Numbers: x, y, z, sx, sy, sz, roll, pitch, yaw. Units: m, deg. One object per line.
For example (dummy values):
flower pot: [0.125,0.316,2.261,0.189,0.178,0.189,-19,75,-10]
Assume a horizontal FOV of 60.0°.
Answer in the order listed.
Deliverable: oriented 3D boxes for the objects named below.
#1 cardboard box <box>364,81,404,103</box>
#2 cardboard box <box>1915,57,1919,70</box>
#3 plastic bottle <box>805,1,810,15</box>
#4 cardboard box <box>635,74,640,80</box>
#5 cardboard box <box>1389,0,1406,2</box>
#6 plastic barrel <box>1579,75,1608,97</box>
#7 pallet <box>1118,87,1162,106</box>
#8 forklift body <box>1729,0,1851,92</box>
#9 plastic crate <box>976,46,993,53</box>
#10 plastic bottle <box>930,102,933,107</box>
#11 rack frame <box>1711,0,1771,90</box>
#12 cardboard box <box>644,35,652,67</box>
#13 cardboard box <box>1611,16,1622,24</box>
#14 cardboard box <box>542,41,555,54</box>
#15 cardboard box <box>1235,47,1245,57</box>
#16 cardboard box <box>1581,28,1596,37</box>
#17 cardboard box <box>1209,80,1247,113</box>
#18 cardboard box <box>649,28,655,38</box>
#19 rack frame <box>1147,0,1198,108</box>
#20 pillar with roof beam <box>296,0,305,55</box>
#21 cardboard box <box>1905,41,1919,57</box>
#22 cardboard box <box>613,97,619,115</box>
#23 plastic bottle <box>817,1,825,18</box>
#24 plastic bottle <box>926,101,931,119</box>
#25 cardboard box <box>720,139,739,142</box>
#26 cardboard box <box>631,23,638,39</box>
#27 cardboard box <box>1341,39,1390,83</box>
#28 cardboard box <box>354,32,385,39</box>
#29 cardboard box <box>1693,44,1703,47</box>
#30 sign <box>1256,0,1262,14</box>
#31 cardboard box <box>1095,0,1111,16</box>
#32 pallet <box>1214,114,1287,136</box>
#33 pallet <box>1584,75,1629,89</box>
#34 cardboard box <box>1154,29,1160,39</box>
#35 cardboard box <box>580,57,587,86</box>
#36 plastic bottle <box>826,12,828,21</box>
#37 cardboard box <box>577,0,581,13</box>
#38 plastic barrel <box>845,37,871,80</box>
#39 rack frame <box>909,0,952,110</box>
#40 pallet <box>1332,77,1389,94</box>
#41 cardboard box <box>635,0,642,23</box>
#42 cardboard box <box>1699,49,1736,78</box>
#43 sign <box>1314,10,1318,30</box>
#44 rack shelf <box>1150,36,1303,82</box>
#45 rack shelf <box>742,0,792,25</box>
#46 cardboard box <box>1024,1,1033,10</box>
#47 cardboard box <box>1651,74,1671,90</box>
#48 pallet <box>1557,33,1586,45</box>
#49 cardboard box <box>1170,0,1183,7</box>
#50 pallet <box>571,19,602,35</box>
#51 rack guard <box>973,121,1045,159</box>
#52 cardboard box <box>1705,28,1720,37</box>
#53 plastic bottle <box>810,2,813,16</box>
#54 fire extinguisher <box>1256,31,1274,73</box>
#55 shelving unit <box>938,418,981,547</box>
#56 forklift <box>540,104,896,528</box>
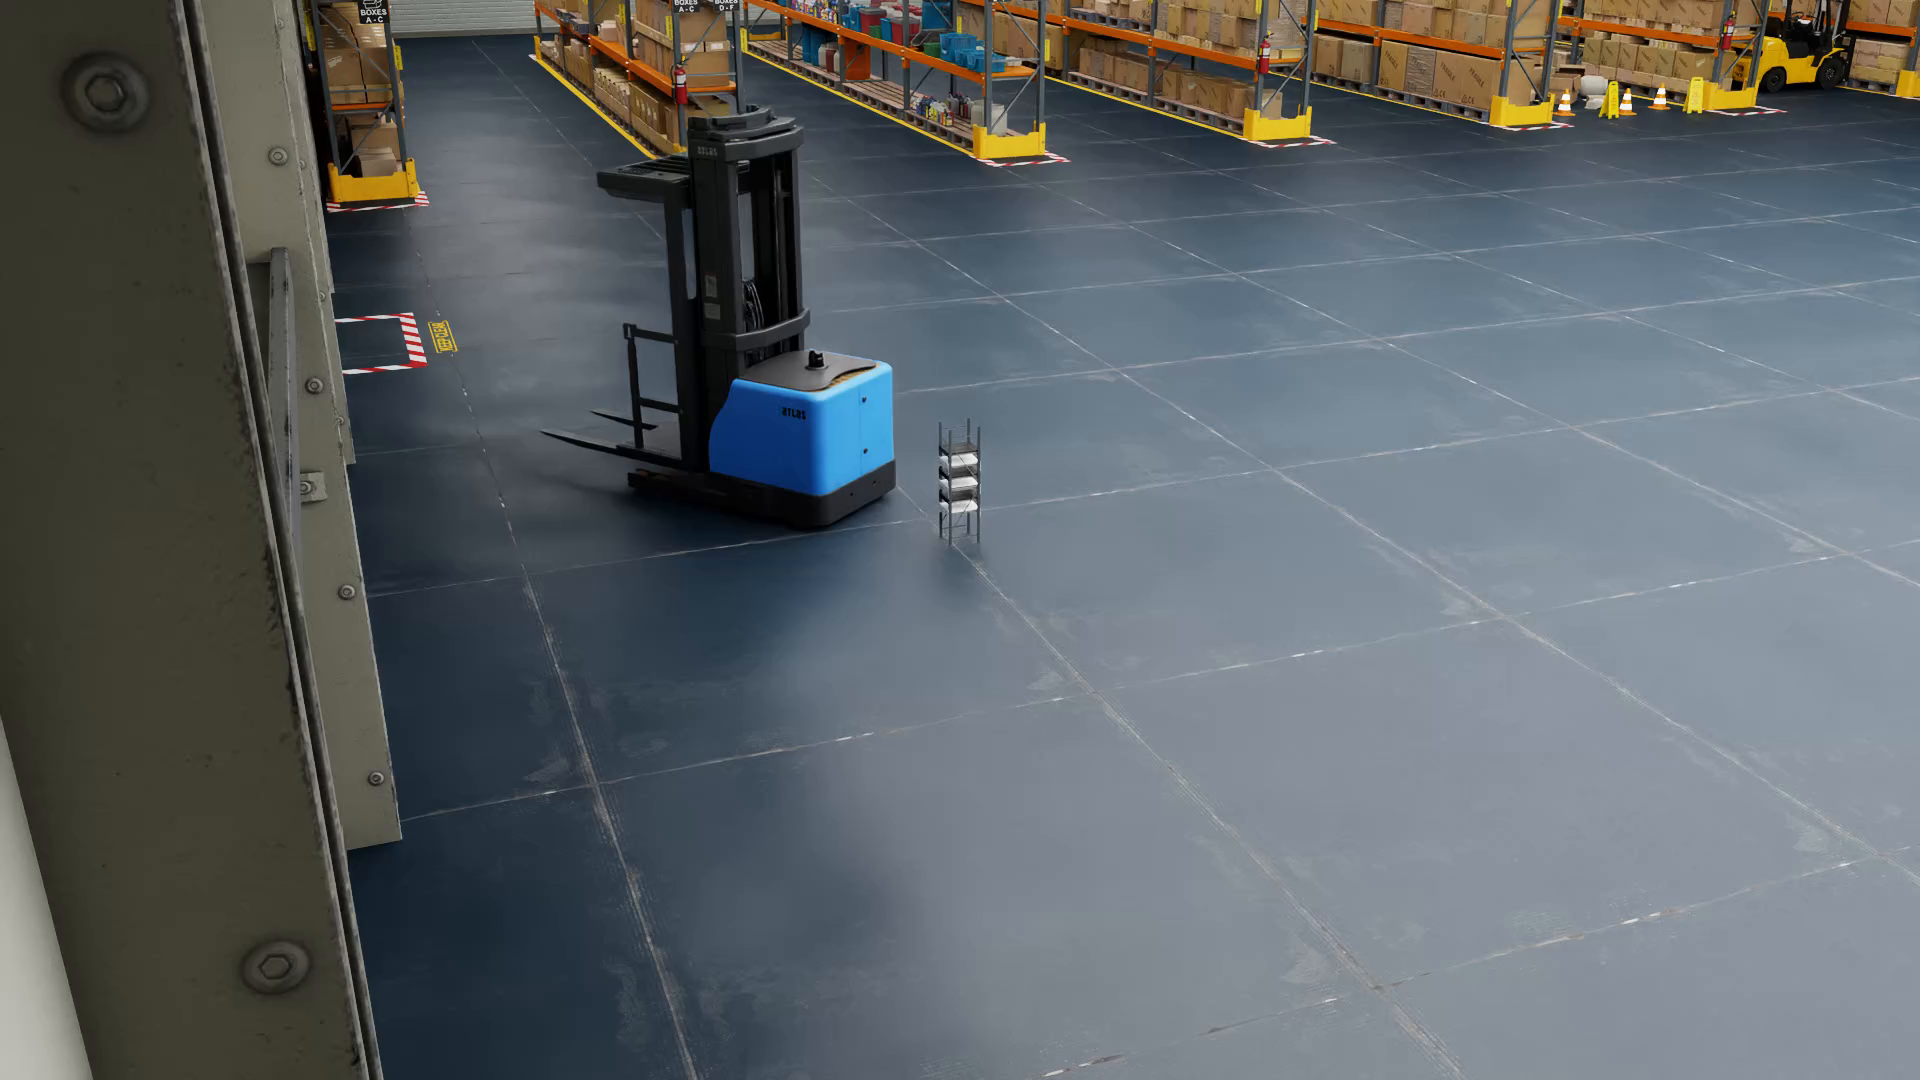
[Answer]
cardboard box: [-8.271,-6.452,23.863,0.500,0.250,0.500,-9,25,-21]
cardboard box: [19.447,-9.728,33.825,0.500,0.250,0.500,-8,24,-18]
plastic bottle: [-3.233,-11.397,35.587,0.152,0.276,0.135,-8,24,-19]
cardboard box: [-5.808,-8.536,30.917,0.500,0.311,0.500,-9,24,-19]
cardboard box: [8.867,-10.855,32.559,0.875,0.550,0.550,-8,24,-19]
plastic barrel: [12.631,-9.045,33.166,0.512,0.421,0.421,8,24,18]
pallet: [3.816,-8.781,32.812,1.003,0.211,1.213,-8,24,-19]
forklift body: [17.043,-10.420,34.202,2.313,2.155,1.214,-8,24,-19]
plastic crate: [0.270,-8.427,28.721,0.530,0.136,0.437,-8,24,-19]
plastic bottle: [-0.490,-7.582,29.324,0.097,0.271,0.097,0,23,0]
rack frame: [14.777,-9.690,31.377,1.000,3.000,0.127,-8,24,-19]
cardboard box: [-4.821,-8.120,27.526,0.700,0.500,0.500,-9,24,-20]
cardboard box: [13.490,-10.597,33.854,0.380,0.149,0.250,-8,24,-17]
cardboard box: [-9.312,-11.303,38.180,0.500,0.250,0.500,-8,24,-19]
cardboard box: [4.988,-8.464,28.793,0.380,0.149,0.250,-8,24,-19]
cardboard box: [15.888,-12.818,41.477,0.500,0.500,0.500,-7,24,-17]
cardboard box: [4.854,-8.043,30.149,0.500,0.500,0.500,-6,24,-14]
cardboard box: [-4.803,-8.179,26.828,0.380,0.149,0.250,-9,25,-21]
rack frame: [4.093,-9.783,31.600,1.000,3.000,0.127,-8,24,-19]
pillar with roof beam: [-11.784,-16.322,39.390,9.100,9.000,0.400,-8,24,-19]
cardboard box: [19.426,-9.960,33.731,0.500,0.250,0.500,-9,24,-20]
cardboard box: [-5.952,-7.833,29.971,0.500,0.250,0.500,-8,24,-18]
plastic bottle: [-2.917,-11.102,34.791,0.144,0.351,0.185,-8,24,-19]
plastic bottle: [-0.558,-7.570,29.280,0.061,0.283,0.133,-7,24,-17]
cardboard box: [-3.744,-6.124,25.917,0.500,0.250,0.500,-8,24,-19]
cardboard box: [-5.618,-8.944,29.480,0.500,0.500,0.500,-7,24,-15]
cardboard box: [8.465,-9.797,33.989,1.050,0.750,0.750,-8,24,-19]
cardboard box: [-8.819,-7.347,25.021,0.500,0.500,0.500,-8,24,-17]
cardboard box: [17.277,-11.669,38.590,0.875,0.625,0.625,-9,25,-21]
sign: [4.980,-8.940,27.702,0.100,0.325,0.005,-8,24,-19]
cardboard box: [3.057,-10.721,33.476,0.500,0.250,0.500,-9,24,-20]
pallet: [5.225,-7.373,29.470,1.003,0.211,1.213,-8,24,-19]
pallet: [13.634,-9.619,34.800,1.003,0.211,1.213,-8,24,-19]
cardboard box: [3.887,-9.548,31.365,0.380,0.149,0.250,-8,24,-19]
cardboard box: [-7.322,-9.425,33.403,0.500,0.500,0.500,-9,25,-21]
plastic bottle: [-2.704,-10.788,34.240,0.097,0.201,0.097,0,23,0]
cardboard box: [-7.320,-10.938,33.671,0.700,0.500,0.500,-15,27,-32]
plastic barrel: [-2.143,-9.926,34.192,0.600,0.830,0.708,-8,24,-19]
rack frame: [-0.538,-9.104,29.989,0.949,2.616,0.053,-8,24,-19]
pallet: [8.426,-9.412,34.310,1.003,0.211,1.213,-8,24,-19]
cardboard box: [-5.013,-8.909,27.726,0.700,0.500,0.500,-8,24,-19]
cardboard box: [14.742,-9.301,32.490,0.500,0.500,0.500,-9,25,-21]
sign: [6.013,-8.803,28.160,0.100,0.325,0.005,-8,24,-19]
rack shelf: [4.799,-8.725,30.015,1.077,0.370,4.000,-8,24,-19]
rack shelf: [-4.073,-12.406,38.748,1.077,0.370,4.000,-8,24,-19]
cardboard box: [1.738,-11.983,36.691,0.500,0.500,0.500,-8,24,-18]
cardboard box: [14.064,-9.062,32.888,0.500,0.250,0.500,-8,24,-19]
pallet: [15.937,-12.713,42.141,1.003,0.211,1.213,-8,24,-19]
cardboard box: [4.192,-10.047,30.427,0.500,0.500,0.500,-8,24,-19]
pallet: [-6.894,-10.027,32.425,1.213,0.211,1.003,-8,24,-19]
rack guard: [0.801,-6.520,27.075,1.175,0.500,0.348,-8,24,-19]
cardboard box: [14.445,-9.680,31.679,0.380,0.149,0.250,-8,24,-17]
plastic bottle: [-3.135,-11.264,35.279,0.097,0.271,0.097,0,23,0]
fire extinguisher: [5.115,-8.189,27.918,0.296,0.674,0.183,-8,24,-19]
shelving unit: [-0.003,-0.418,12.082,0.258,0.900,0.210,-8,24,-19]
forklift: [-2.028,-1.853,12.872,3.031,2.935,1.130,13,26,29]
